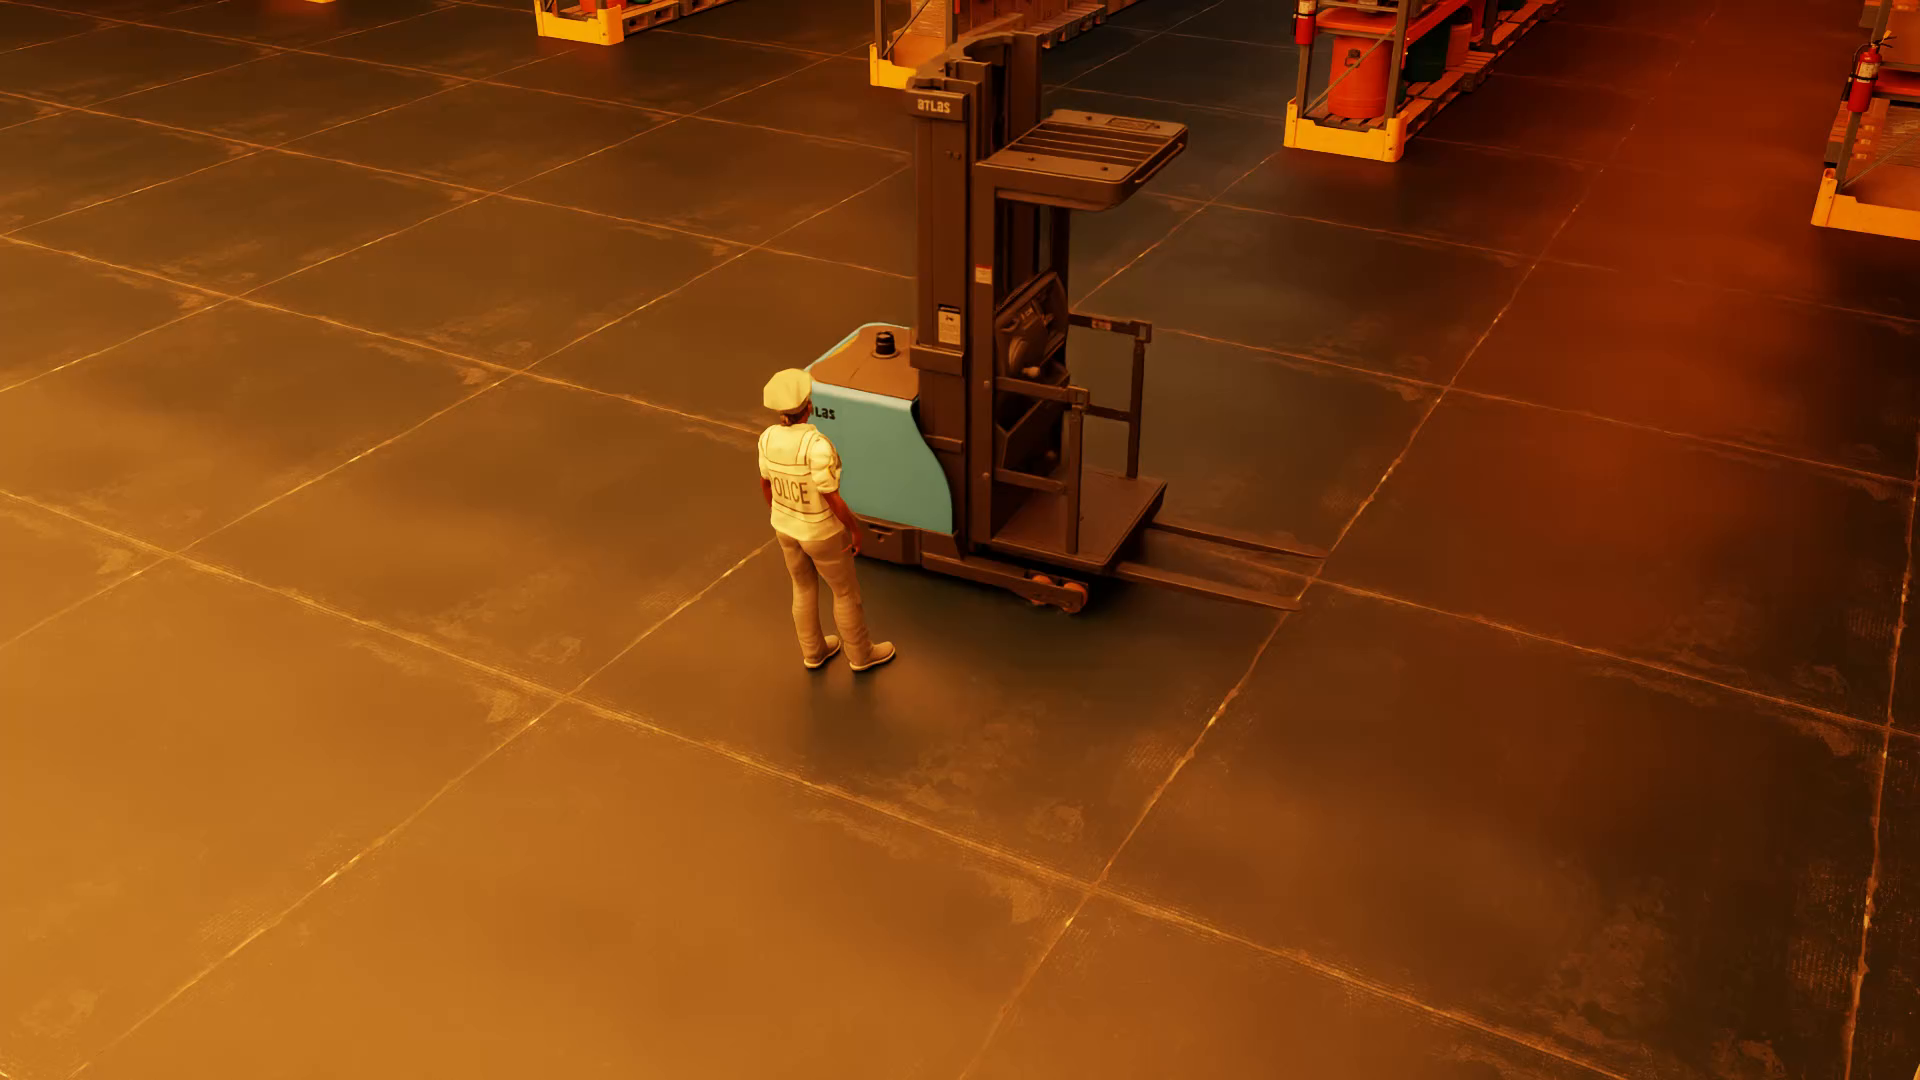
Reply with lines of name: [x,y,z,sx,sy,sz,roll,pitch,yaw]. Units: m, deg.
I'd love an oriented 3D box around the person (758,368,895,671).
person: [-0.705,-0.097,8.461,0.570,1.695,0.530,18,35,28]

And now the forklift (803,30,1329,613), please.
forklift: [0.579,-1.165,9.088,3.031,2.935,1.130,13,32,21]
